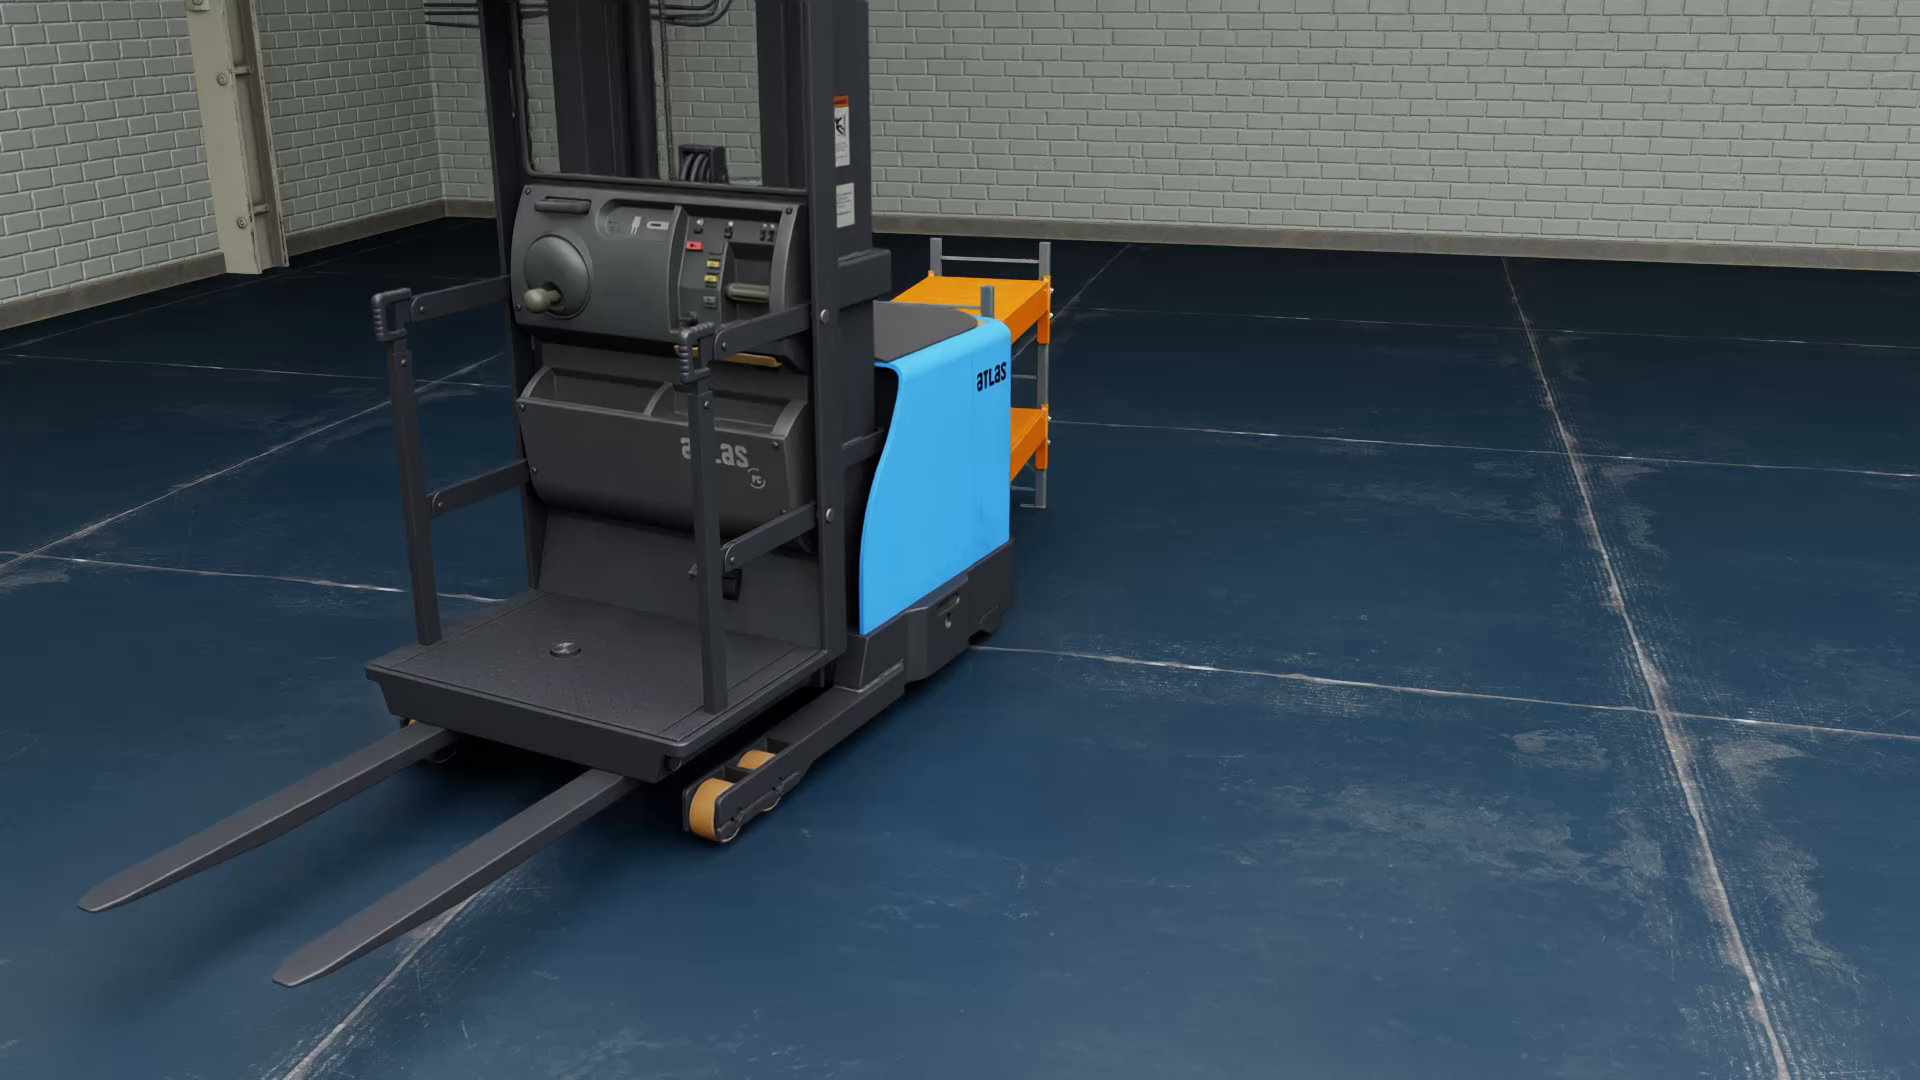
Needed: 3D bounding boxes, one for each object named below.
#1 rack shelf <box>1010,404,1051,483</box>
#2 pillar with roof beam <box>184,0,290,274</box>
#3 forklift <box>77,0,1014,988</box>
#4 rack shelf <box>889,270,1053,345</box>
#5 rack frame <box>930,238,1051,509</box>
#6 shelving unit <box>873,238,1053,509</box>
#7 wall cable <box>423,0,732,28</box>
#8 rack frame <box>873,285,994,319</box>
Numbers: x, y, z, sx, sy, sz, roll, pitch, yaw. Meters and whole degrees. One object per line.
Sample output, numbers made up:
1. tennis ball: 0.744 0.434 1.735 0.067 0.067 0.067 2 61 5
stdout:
1. rack shelf: -0.002 -0.299 6.579 0.538 0.278 1.000 5 19 13
2. pillar with roof beam: -1.234 -6.002 10.339 9.100 9.000 0.400 5 19 13
3. forklift: -0.945 -0.758 4.371 1.130 2.935 3.031 10 21 26
4. rack shelf: -0.002 -0.807 6.405 0.538 0.278 1.000 5 19 13
5. rack frame: 0.123 -0.690 6.966 0.500 1.125 0.032 5 19 13
6. shelving unit: -0.002 -0.530 6.500 0.538 1.125 1.048 5 19 13
7. wall cable: -3.407 -5.692 14.234 3.097 2.526 0.112 5 19 13
8. rack frame: -0.126 -0.371 6.033 0.500 1.125 0.032 5 19 13
